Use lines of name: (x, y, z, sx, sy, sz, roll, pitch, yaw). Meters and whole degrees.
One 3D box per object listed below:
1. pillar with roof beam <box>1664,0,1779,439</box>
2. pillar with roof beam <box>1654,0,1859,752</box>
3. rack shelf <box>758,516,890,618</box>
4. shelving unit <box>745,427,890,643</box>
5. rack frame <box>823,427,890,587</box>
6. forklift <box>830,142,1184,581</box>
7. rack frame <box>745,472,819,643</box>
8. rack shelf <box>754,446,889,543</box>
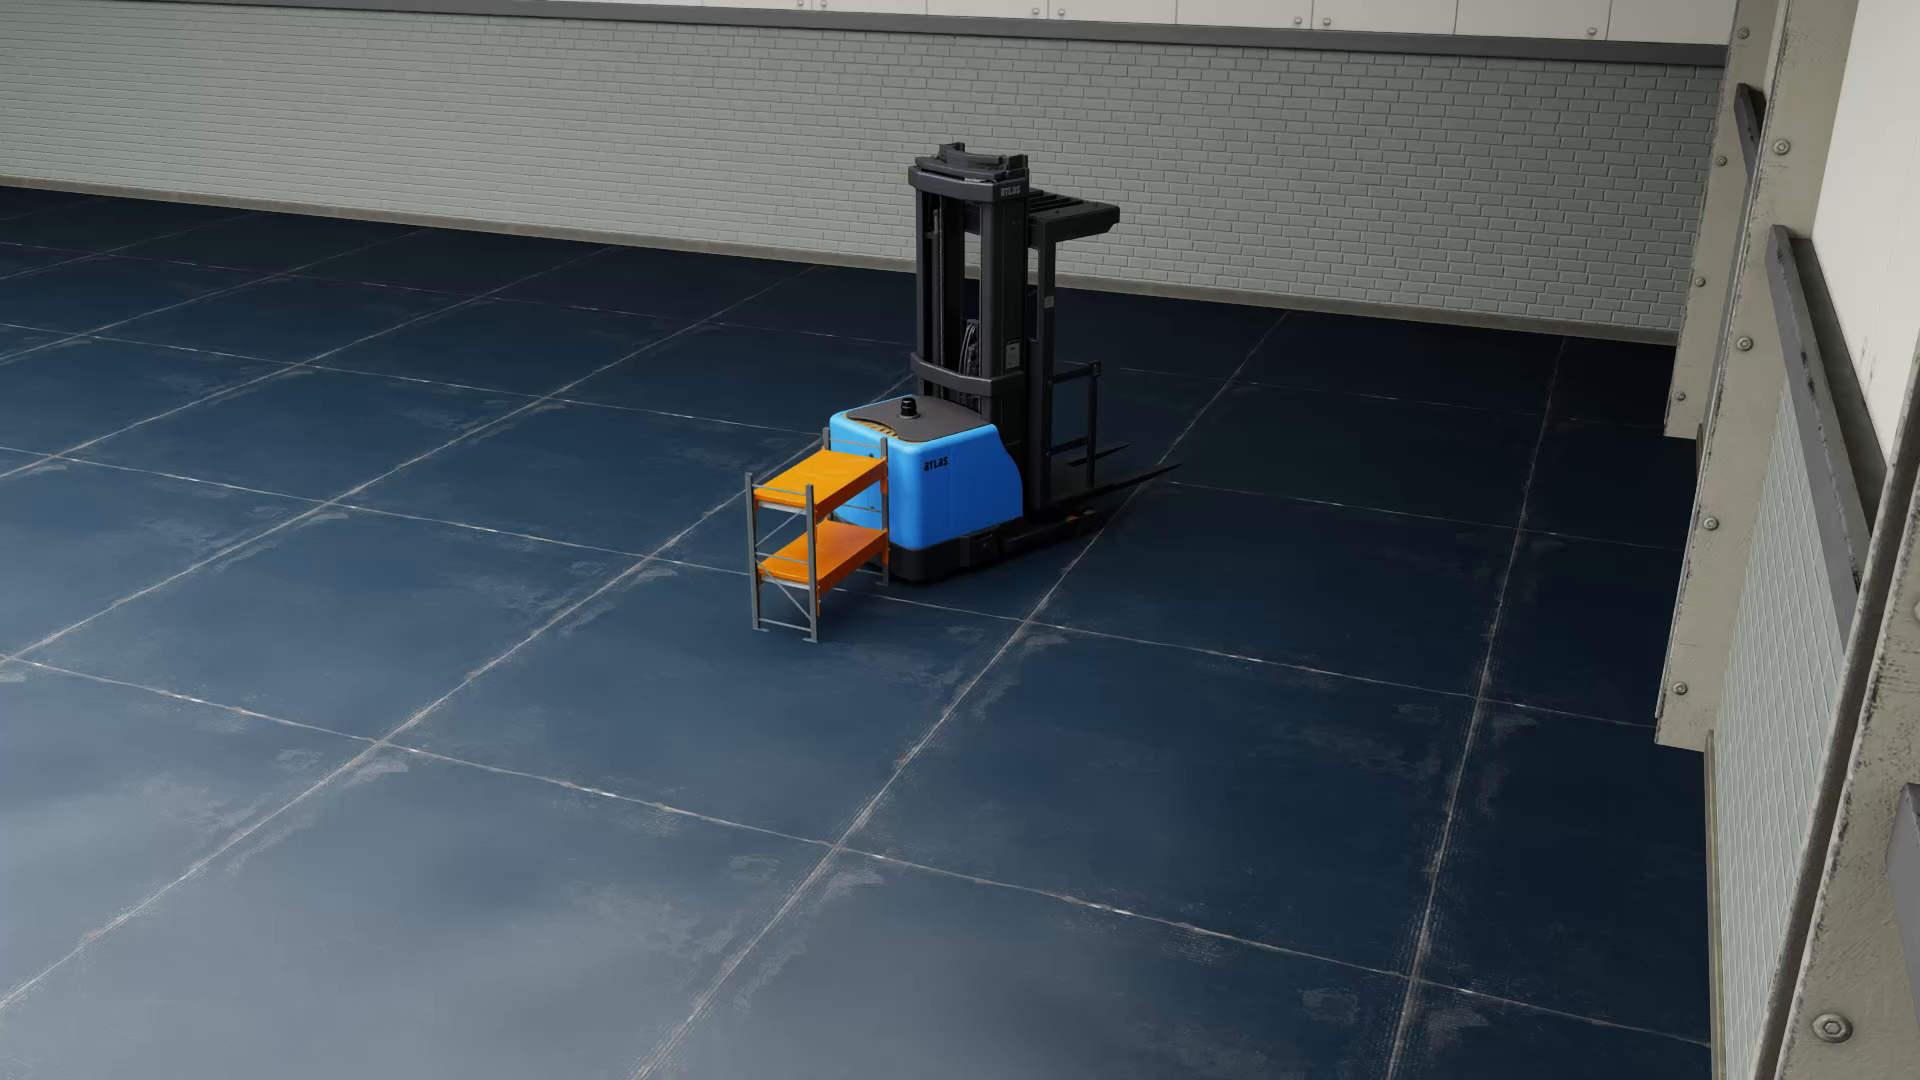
pillar with roof beam: (2.568, -5.759, 14.862, 9.100, 9.000, 0.400, 9, 24, 20)
pillar with roof beam: (0.340, -3.612, 9.721, 9.100, 9.000, 0.400, 9, 24, 20)
rack shelf: (-0.953, 0.172, 11.513, 0.538, 0.278, 1.000, 11, 25, 24)
shelving unit: (-0.953, -0.053, 11.418, 0.538, 1.125, 1.048, 11, 25, 24)
rack frame: (-0.733, -0.230, 11.841, 0.500, 1.125, 0.032, 11, 25, 24)
forklift: (0.480, -1.510, 12.562, 3.031, 2.935, 1.130, -18, 29, -37)
rack frame: (-1.174, 0.123, 10.996, 0.500, 1.125, 0.032, 11, 25, 24)
rack shelf: (-0.953, -0.323, 11.306, 0.538, 0.278, 1.000, 11, 25, 24)
